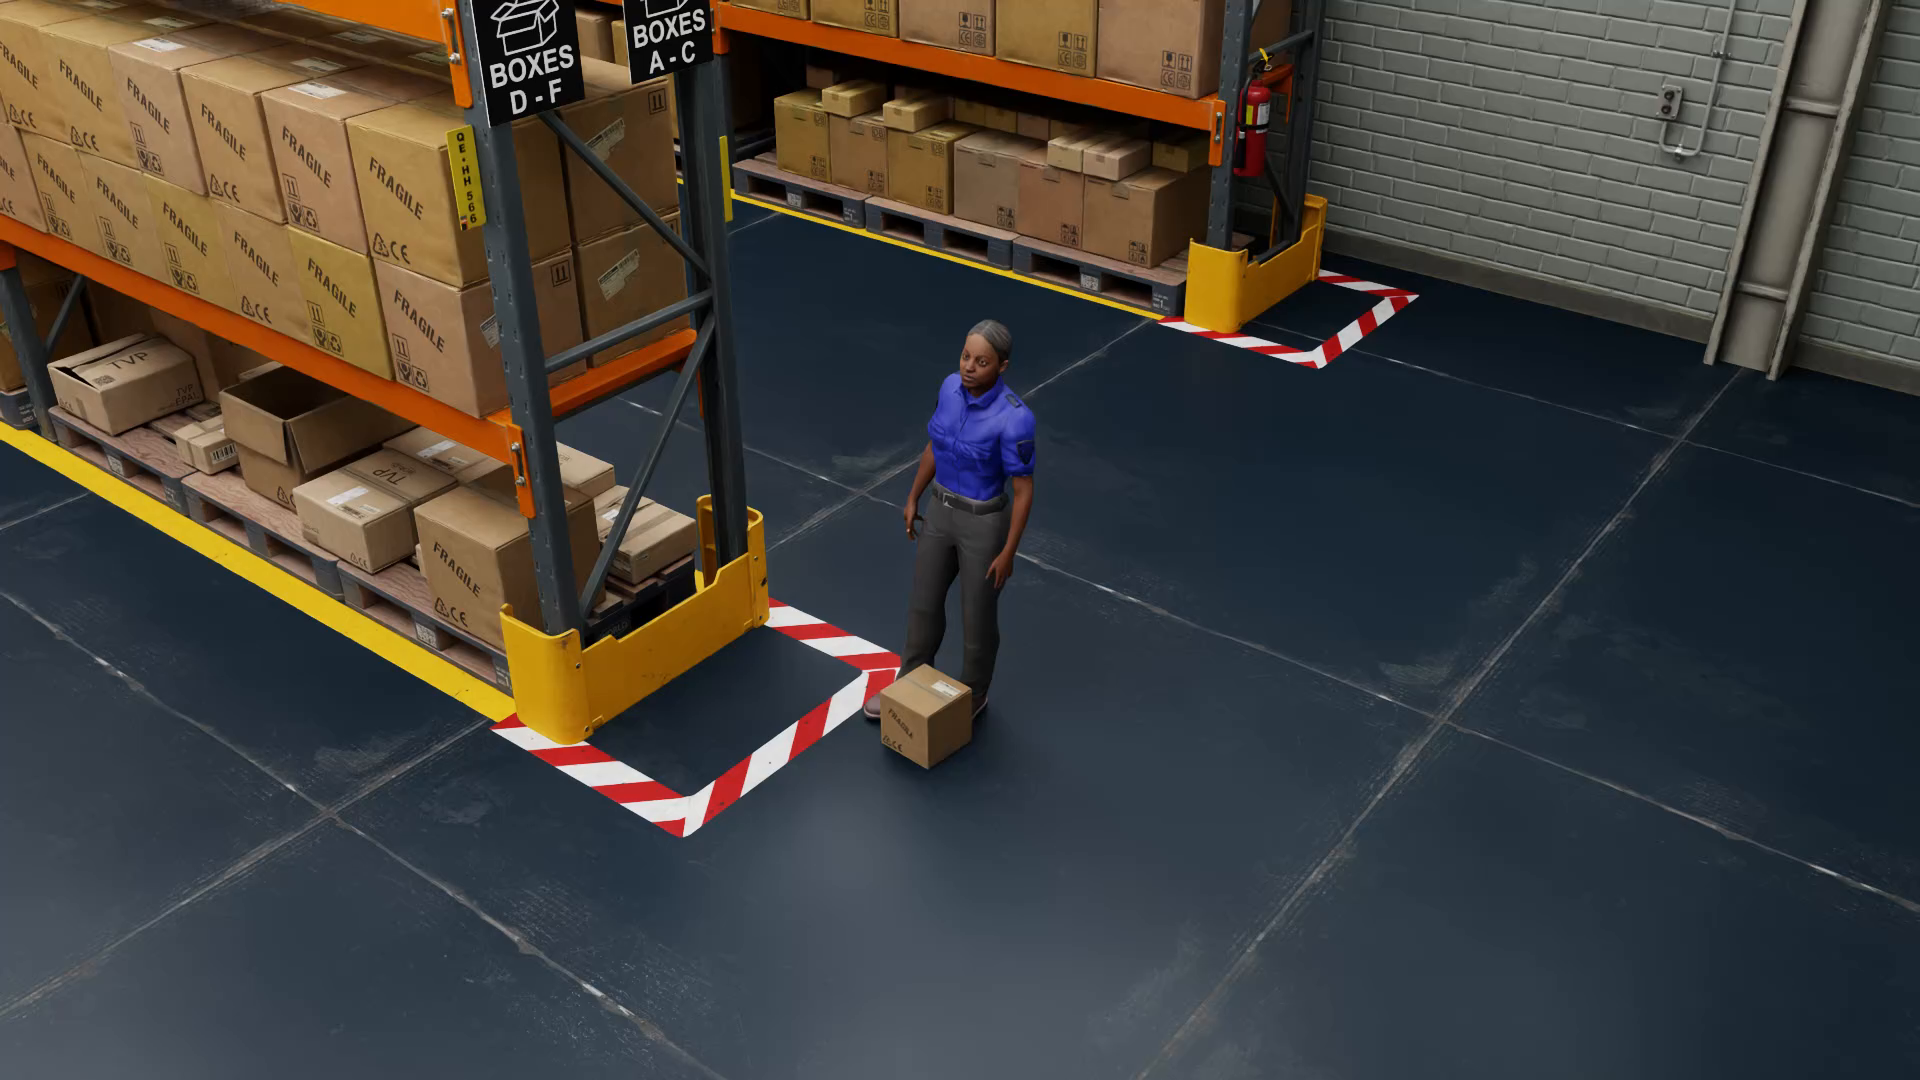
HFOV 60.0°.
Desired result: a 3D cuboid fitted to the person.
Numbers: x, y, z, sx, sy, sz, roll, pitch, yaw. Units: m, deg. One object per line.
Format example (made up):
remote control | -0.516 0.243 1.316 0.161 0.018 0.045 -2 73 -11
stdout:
person | -0.031 -0.018 6.152 0.567 1.654 0.504 26 39 36
